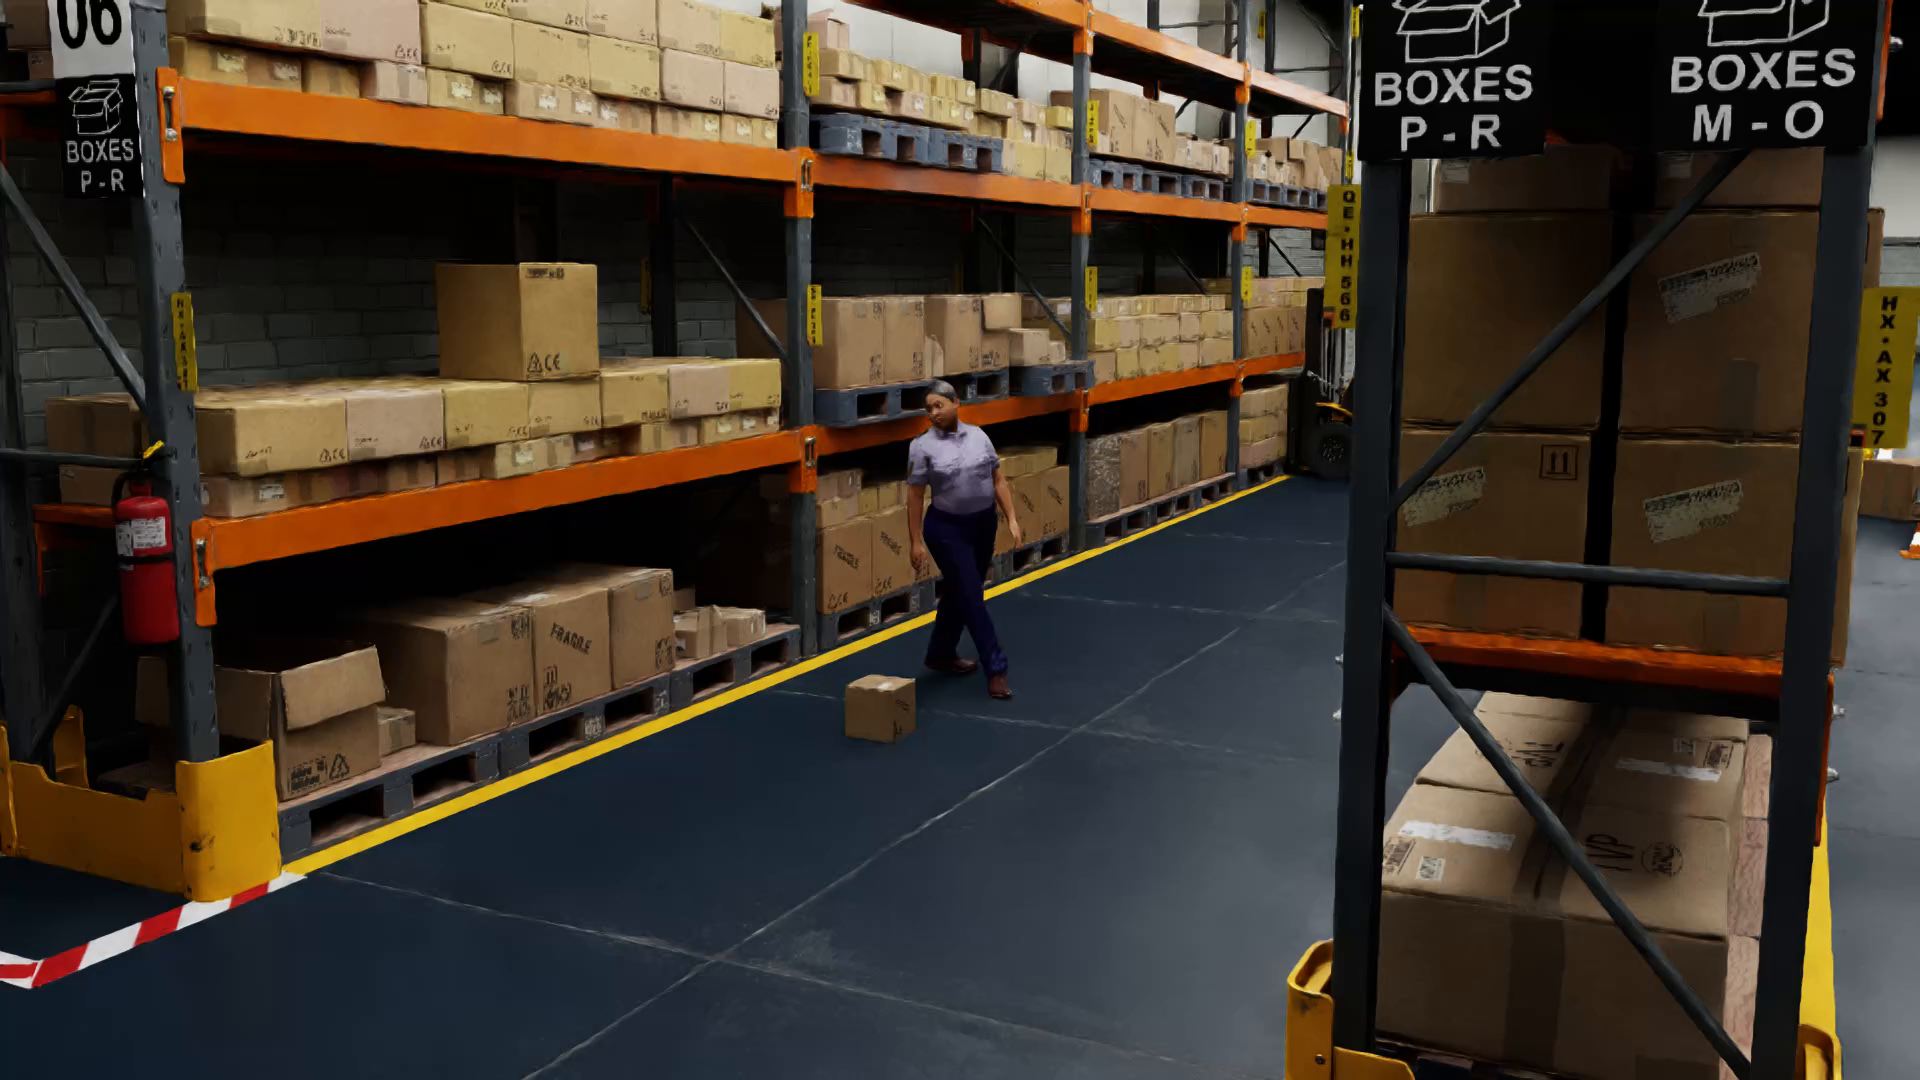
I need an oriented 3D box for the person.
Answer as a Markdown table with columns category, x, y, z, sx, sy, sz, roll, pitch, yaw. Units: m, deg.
| category | x | y | z | sx | sy | sz | roll | pitch | yaw |
| --- | --- | --- | --- | --- | --- | --- | --- | --- | --- |
| person | 0.018 | -0.013 | 8.642 | 0.527 | 1.606 | 0.681 | -8 | 12 | -41 |
